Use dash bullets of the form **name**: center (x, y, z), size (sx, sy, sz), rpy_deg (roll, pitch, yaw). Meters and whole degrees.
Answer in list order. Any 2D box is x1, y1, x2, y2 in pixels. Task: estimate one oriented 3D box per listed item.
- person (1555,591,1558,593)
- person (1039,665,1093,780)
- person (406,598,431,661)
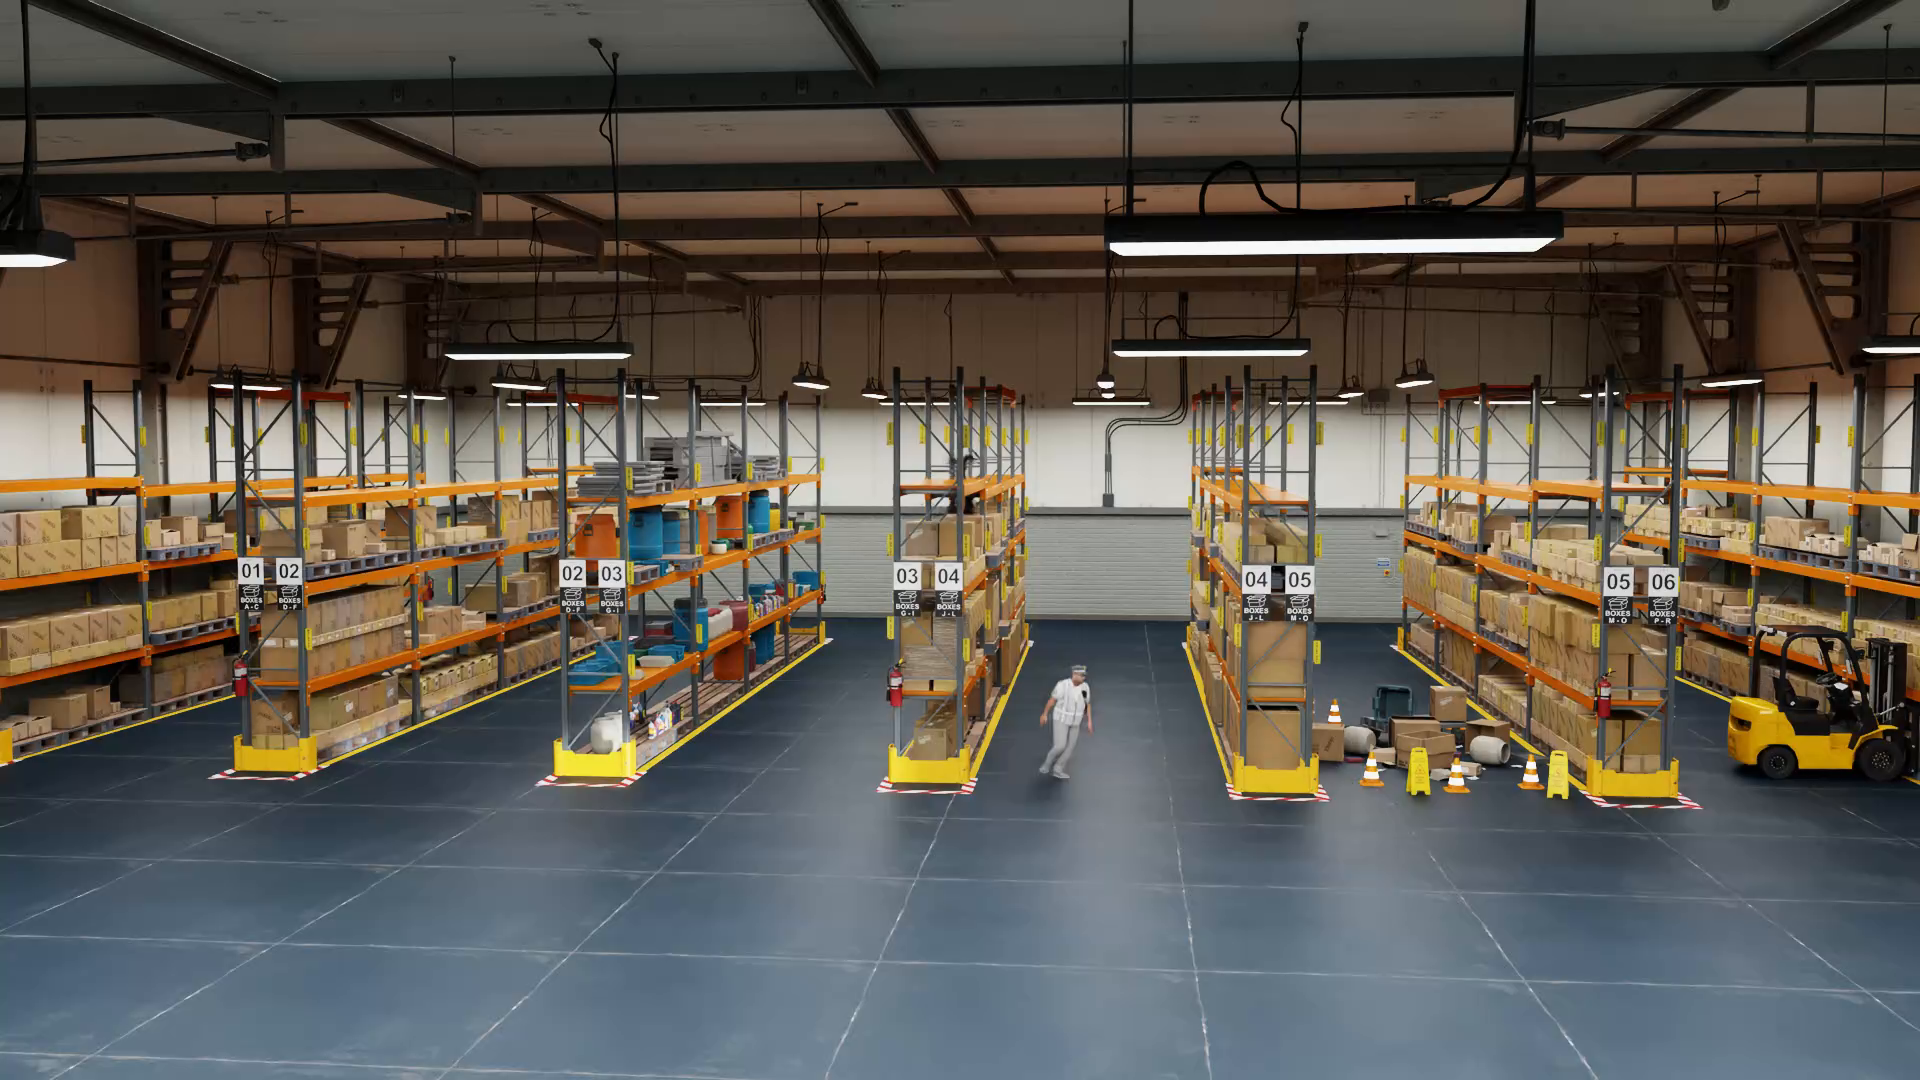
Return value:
- **person**: center (13.259, 1.863, 36.677), size (0.706, 1.733, 0.861), rpy_deg (-2, 4, -24)
- **person**: center (1.548, 2.651, 24.261), size (0.703, 1.702, 0.603), rpy_deg (-2, 4, -26)
- **person**: center (-11.265, 2.011, 34.714), size (0.688, 1.680, 0.763), rpy_deg (-1, 4, -9)
